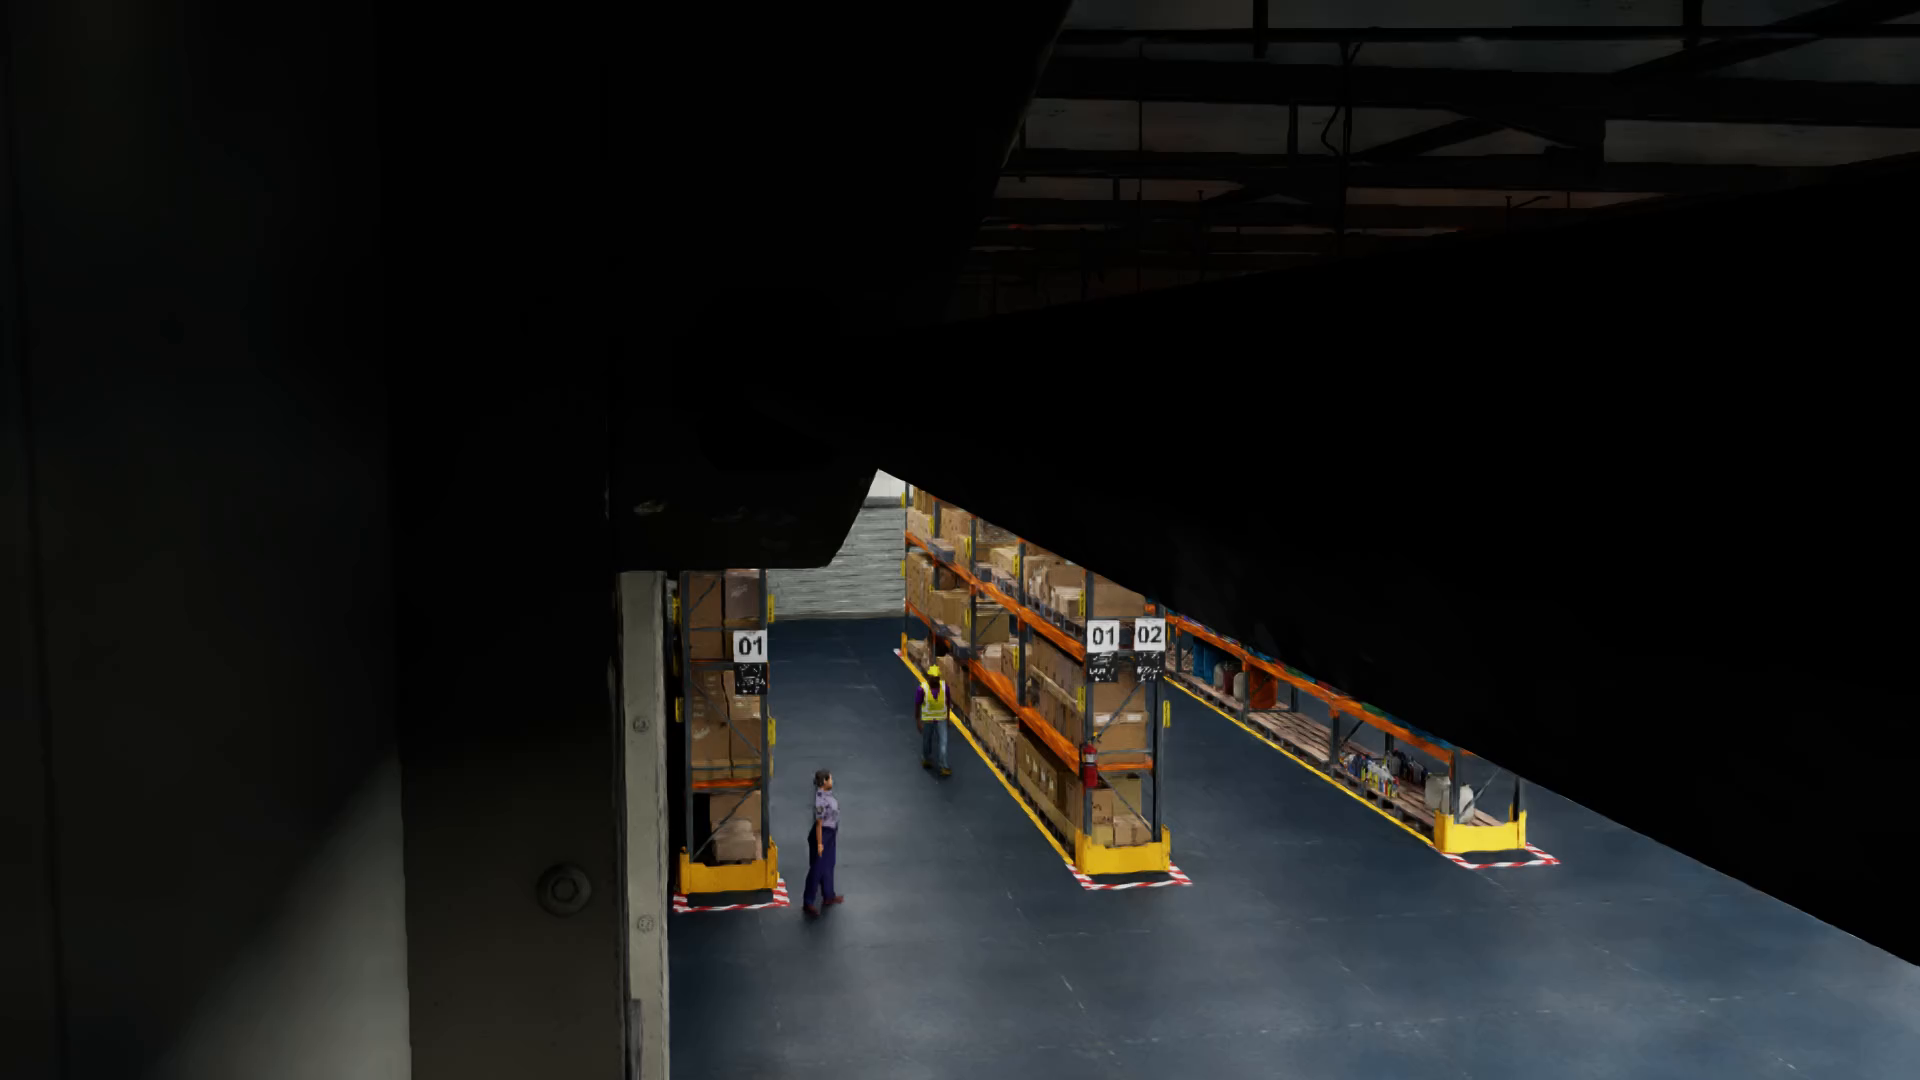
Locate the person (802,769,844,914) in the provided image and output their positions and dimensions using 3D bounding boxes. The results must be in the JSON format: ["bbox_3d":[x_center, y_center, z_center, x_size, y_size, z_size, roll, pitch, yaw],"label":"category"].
[{"bbox_3d":[-1.614,3.498,19.454,0.453,1.649,0.645,0,6,1],"label":"person"}]

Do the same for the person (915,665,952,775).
[{"bbox_3d":[-0.418,2.783,26.021,0.577,1.691,1.121,-1,6,-8],"label":"person"}]
